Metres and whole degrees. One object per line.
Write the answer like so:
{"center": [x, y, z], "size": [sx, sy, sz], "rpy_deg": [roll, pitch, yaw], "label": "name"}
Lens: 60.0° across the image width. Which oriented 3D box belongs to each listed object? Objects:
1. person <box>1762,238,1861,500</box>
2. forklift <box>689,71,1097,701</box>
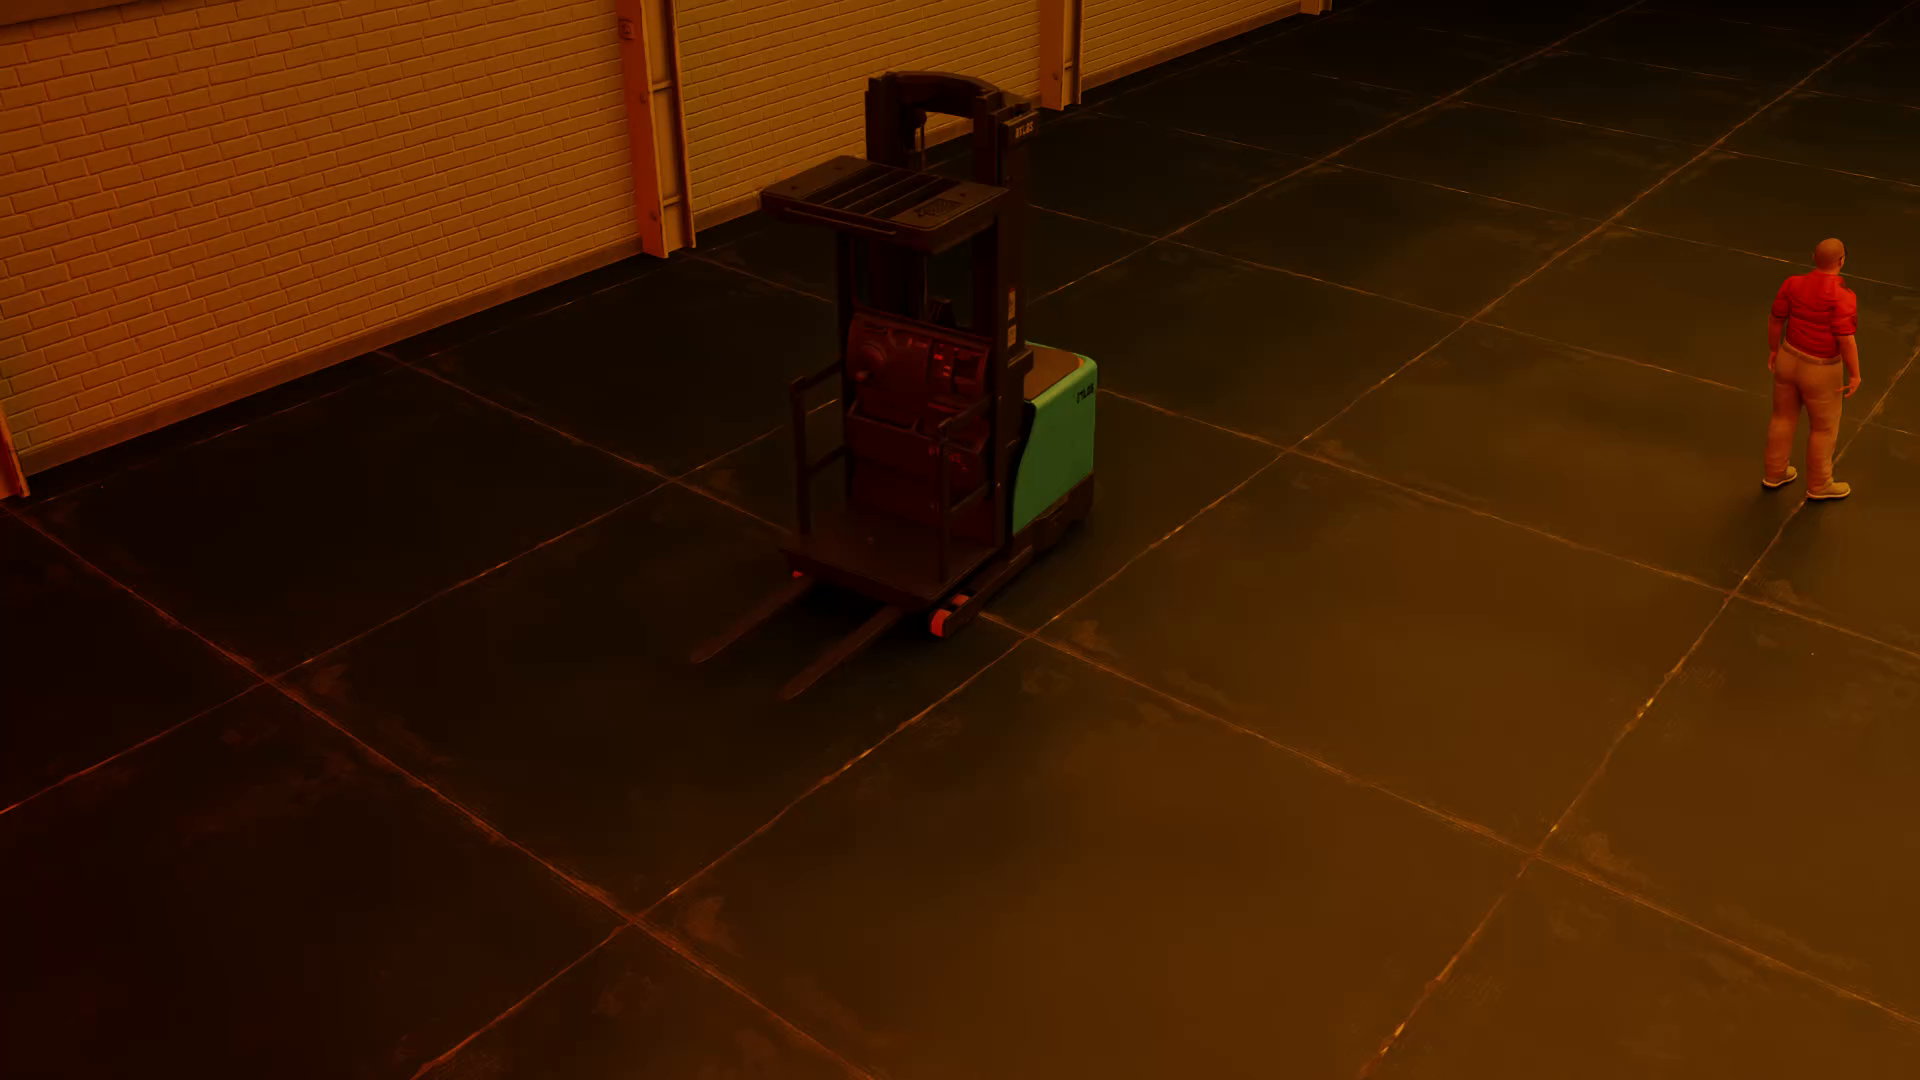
{"center": [5.522, -1.120, 10.688], "size": [0.551, 1.727, 0.639], "rpy_deg": [-16, 34, -25], "label": "person"}
{"center": [-0.358, -0.973, 9.260], "size": [1.130, 2.935, 3.031], "rpy_deg": [18, 35, 28], "label": "forklift"}
